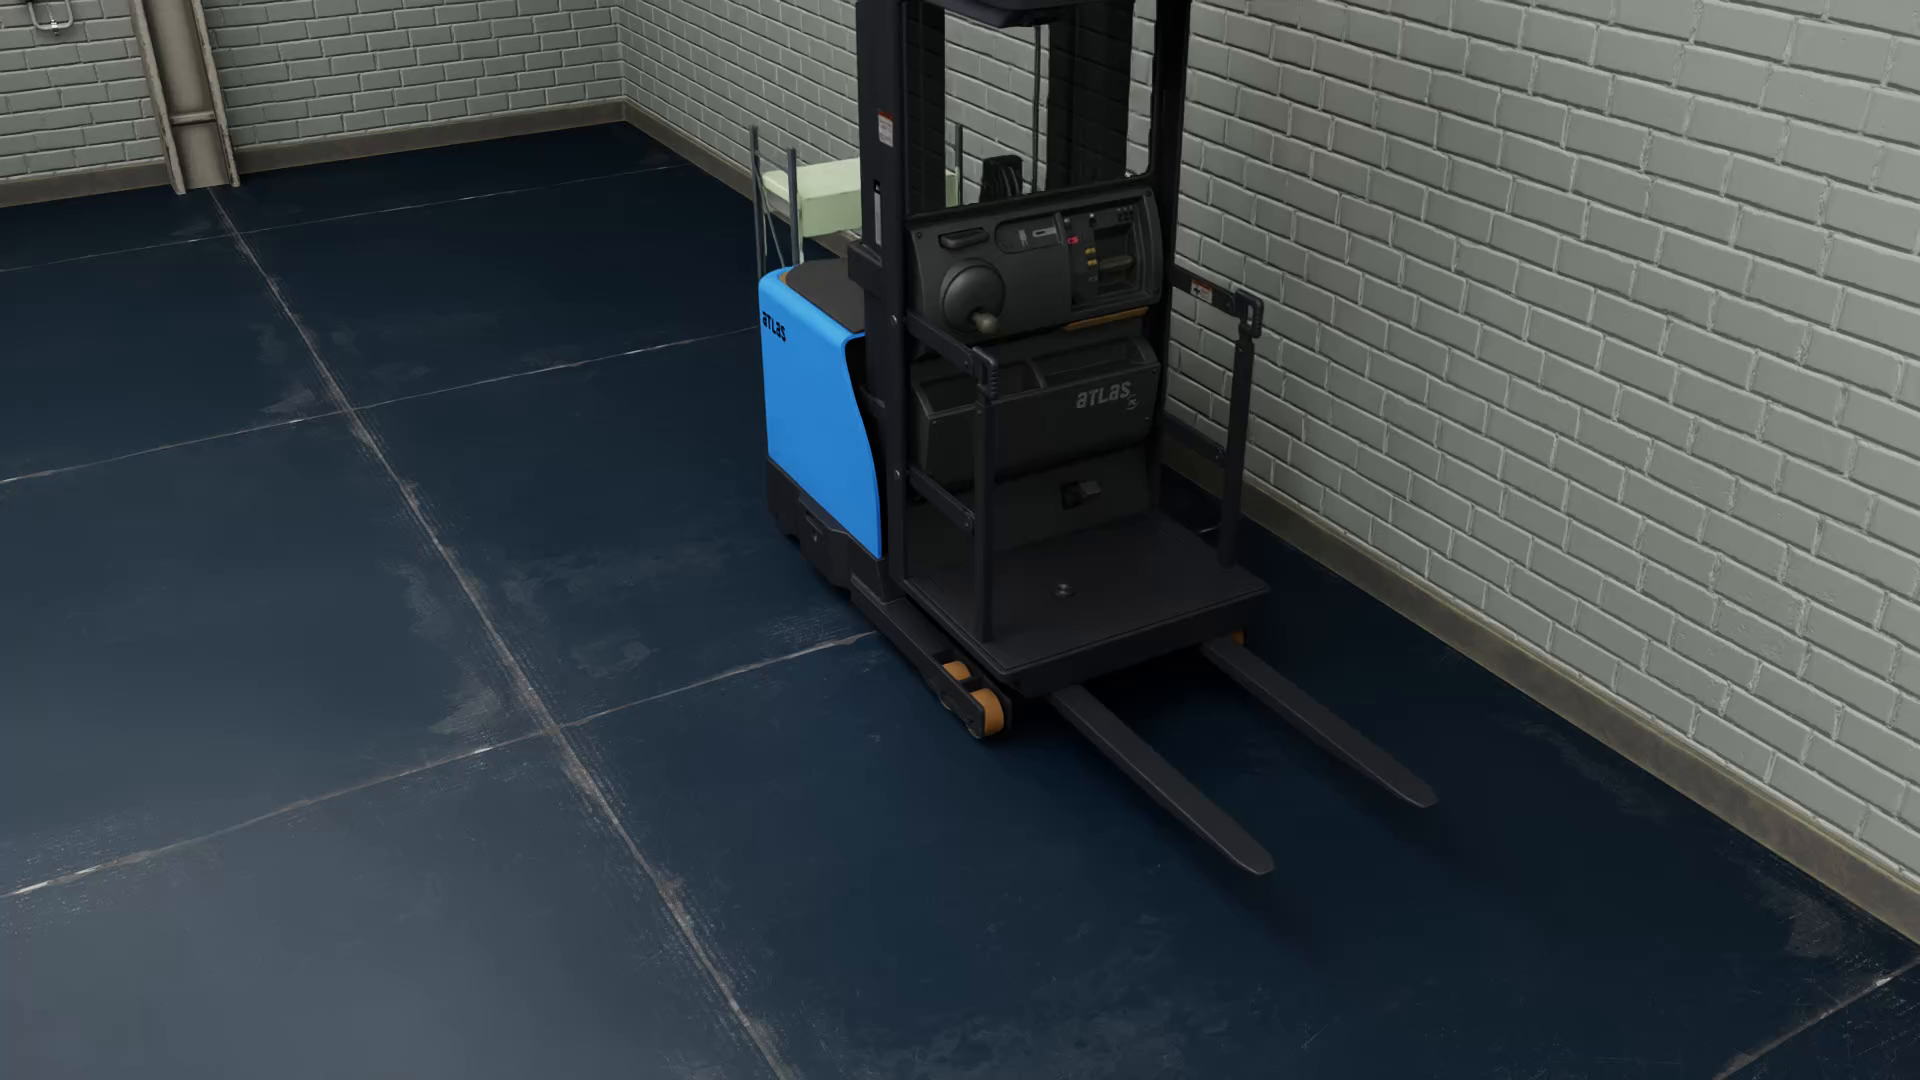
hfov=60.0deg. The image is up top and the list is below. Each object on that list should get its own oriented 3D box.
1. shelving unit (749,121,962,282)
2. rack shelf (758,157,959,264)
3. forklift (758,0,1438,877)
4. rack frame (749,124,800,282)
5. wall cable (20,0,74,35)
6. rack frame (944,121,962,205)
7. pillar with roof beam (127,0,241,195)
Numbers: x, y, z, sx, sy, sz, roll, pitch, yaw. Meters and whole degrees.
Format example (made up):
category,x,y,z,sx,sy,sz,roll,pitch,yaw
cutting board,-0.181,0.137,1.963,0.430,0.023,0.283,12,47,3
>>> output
category,x,y,z,sx,sy,sz,roll,pitch,yaw
shelving unit,-0.418,-1.009,7.026,0.755,1.500,0.431,-15,32,-26
rack shelf,-0.418,-1.351,6.838,0.720,0.370,0.431,-15,32,-26
forklift,0.372,-0.874,5.300,1.130,2.935,3.031,-15,32,-26
rack frame,-0.736,-0.922,6.868,0.023,1.500,0.400,-15,32,-26
wall cable,-6.267,-3.804,9.487,1.851,1.984,0.084,-16,33,-26
rack frame,-0.100,-1.097,7.184,0.023,1.500,0.400,-15,32,-26
pillar with roof beam,-2.821,-4.506,5.602,0.400,9.000,9.100,-16,33,-26
